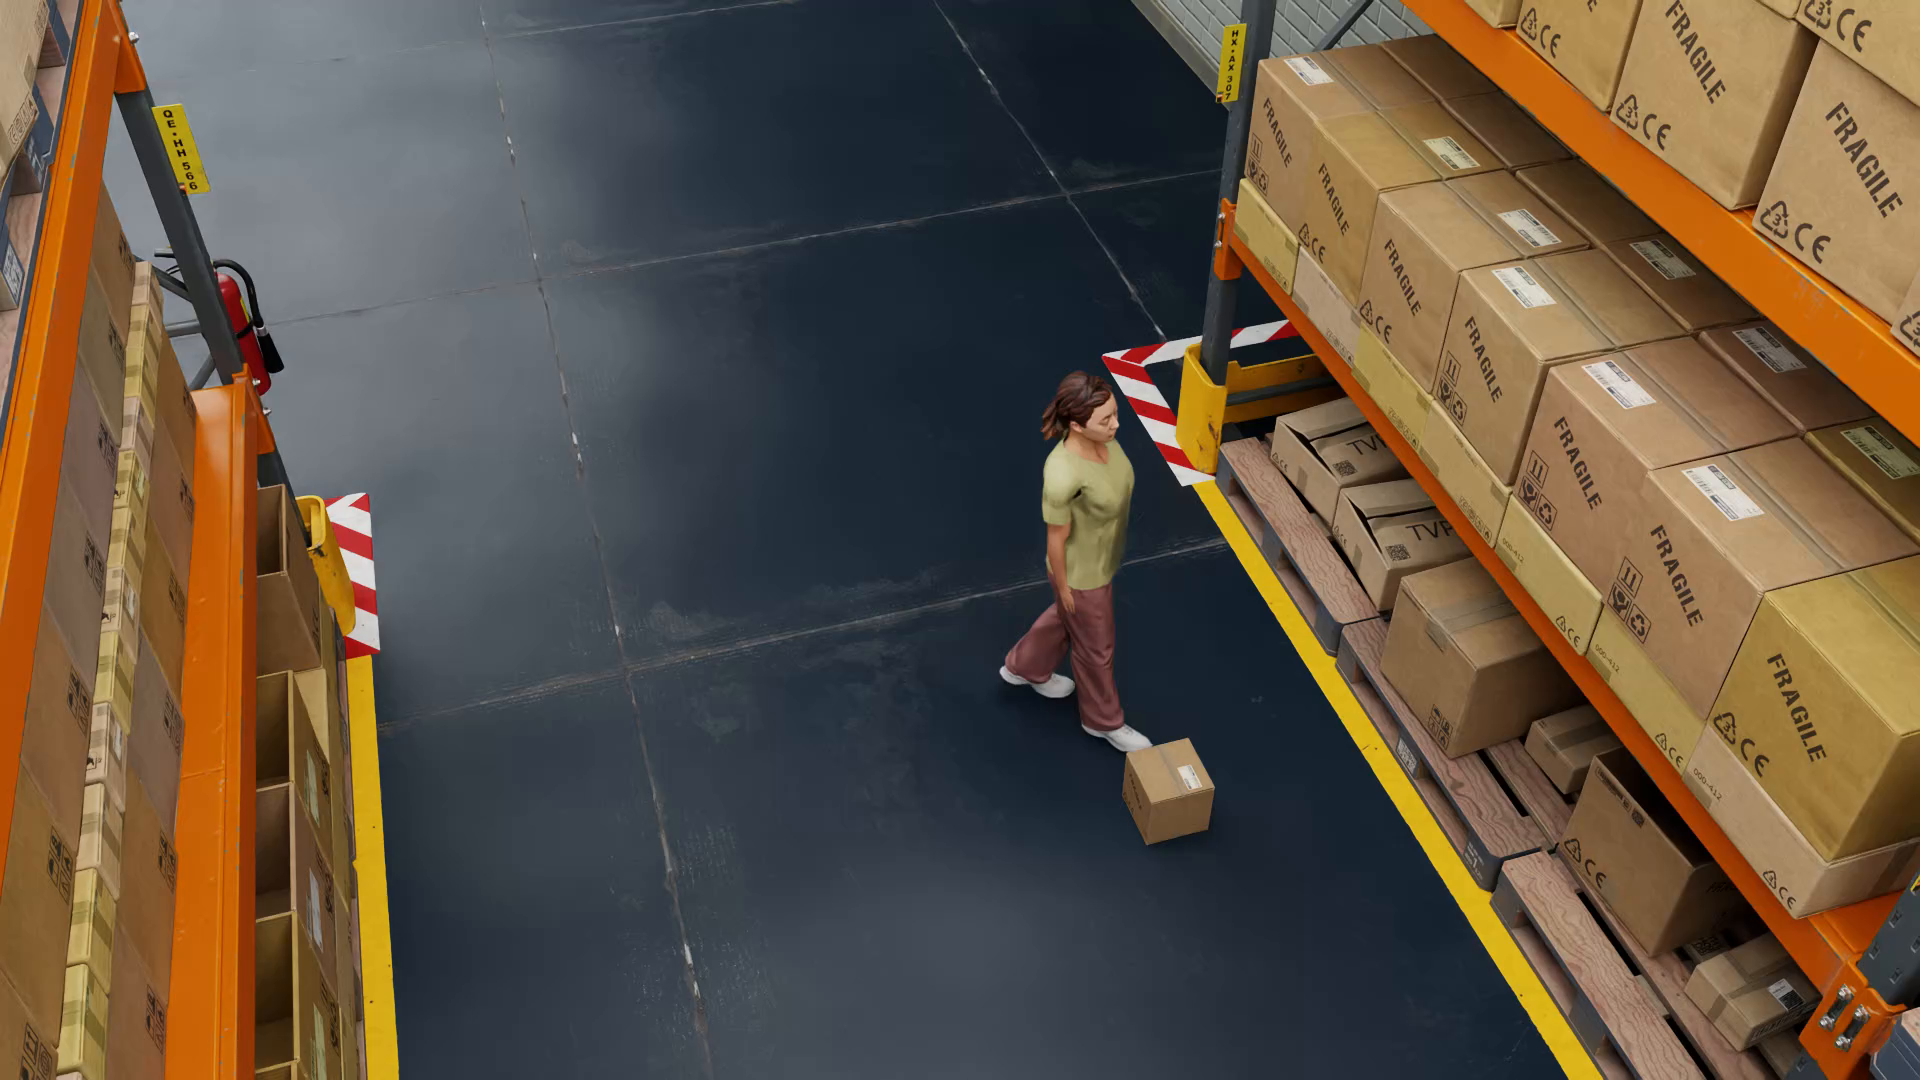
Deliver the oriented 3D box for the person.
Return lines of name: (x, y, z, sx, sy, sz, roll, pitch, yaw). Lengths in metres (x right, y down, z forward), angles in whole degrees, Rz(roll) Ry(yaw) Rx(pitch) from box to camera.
person: (0.465, 0.075, 6.069, 0.680, 1.662, 0.434, 15, 45, 16)
